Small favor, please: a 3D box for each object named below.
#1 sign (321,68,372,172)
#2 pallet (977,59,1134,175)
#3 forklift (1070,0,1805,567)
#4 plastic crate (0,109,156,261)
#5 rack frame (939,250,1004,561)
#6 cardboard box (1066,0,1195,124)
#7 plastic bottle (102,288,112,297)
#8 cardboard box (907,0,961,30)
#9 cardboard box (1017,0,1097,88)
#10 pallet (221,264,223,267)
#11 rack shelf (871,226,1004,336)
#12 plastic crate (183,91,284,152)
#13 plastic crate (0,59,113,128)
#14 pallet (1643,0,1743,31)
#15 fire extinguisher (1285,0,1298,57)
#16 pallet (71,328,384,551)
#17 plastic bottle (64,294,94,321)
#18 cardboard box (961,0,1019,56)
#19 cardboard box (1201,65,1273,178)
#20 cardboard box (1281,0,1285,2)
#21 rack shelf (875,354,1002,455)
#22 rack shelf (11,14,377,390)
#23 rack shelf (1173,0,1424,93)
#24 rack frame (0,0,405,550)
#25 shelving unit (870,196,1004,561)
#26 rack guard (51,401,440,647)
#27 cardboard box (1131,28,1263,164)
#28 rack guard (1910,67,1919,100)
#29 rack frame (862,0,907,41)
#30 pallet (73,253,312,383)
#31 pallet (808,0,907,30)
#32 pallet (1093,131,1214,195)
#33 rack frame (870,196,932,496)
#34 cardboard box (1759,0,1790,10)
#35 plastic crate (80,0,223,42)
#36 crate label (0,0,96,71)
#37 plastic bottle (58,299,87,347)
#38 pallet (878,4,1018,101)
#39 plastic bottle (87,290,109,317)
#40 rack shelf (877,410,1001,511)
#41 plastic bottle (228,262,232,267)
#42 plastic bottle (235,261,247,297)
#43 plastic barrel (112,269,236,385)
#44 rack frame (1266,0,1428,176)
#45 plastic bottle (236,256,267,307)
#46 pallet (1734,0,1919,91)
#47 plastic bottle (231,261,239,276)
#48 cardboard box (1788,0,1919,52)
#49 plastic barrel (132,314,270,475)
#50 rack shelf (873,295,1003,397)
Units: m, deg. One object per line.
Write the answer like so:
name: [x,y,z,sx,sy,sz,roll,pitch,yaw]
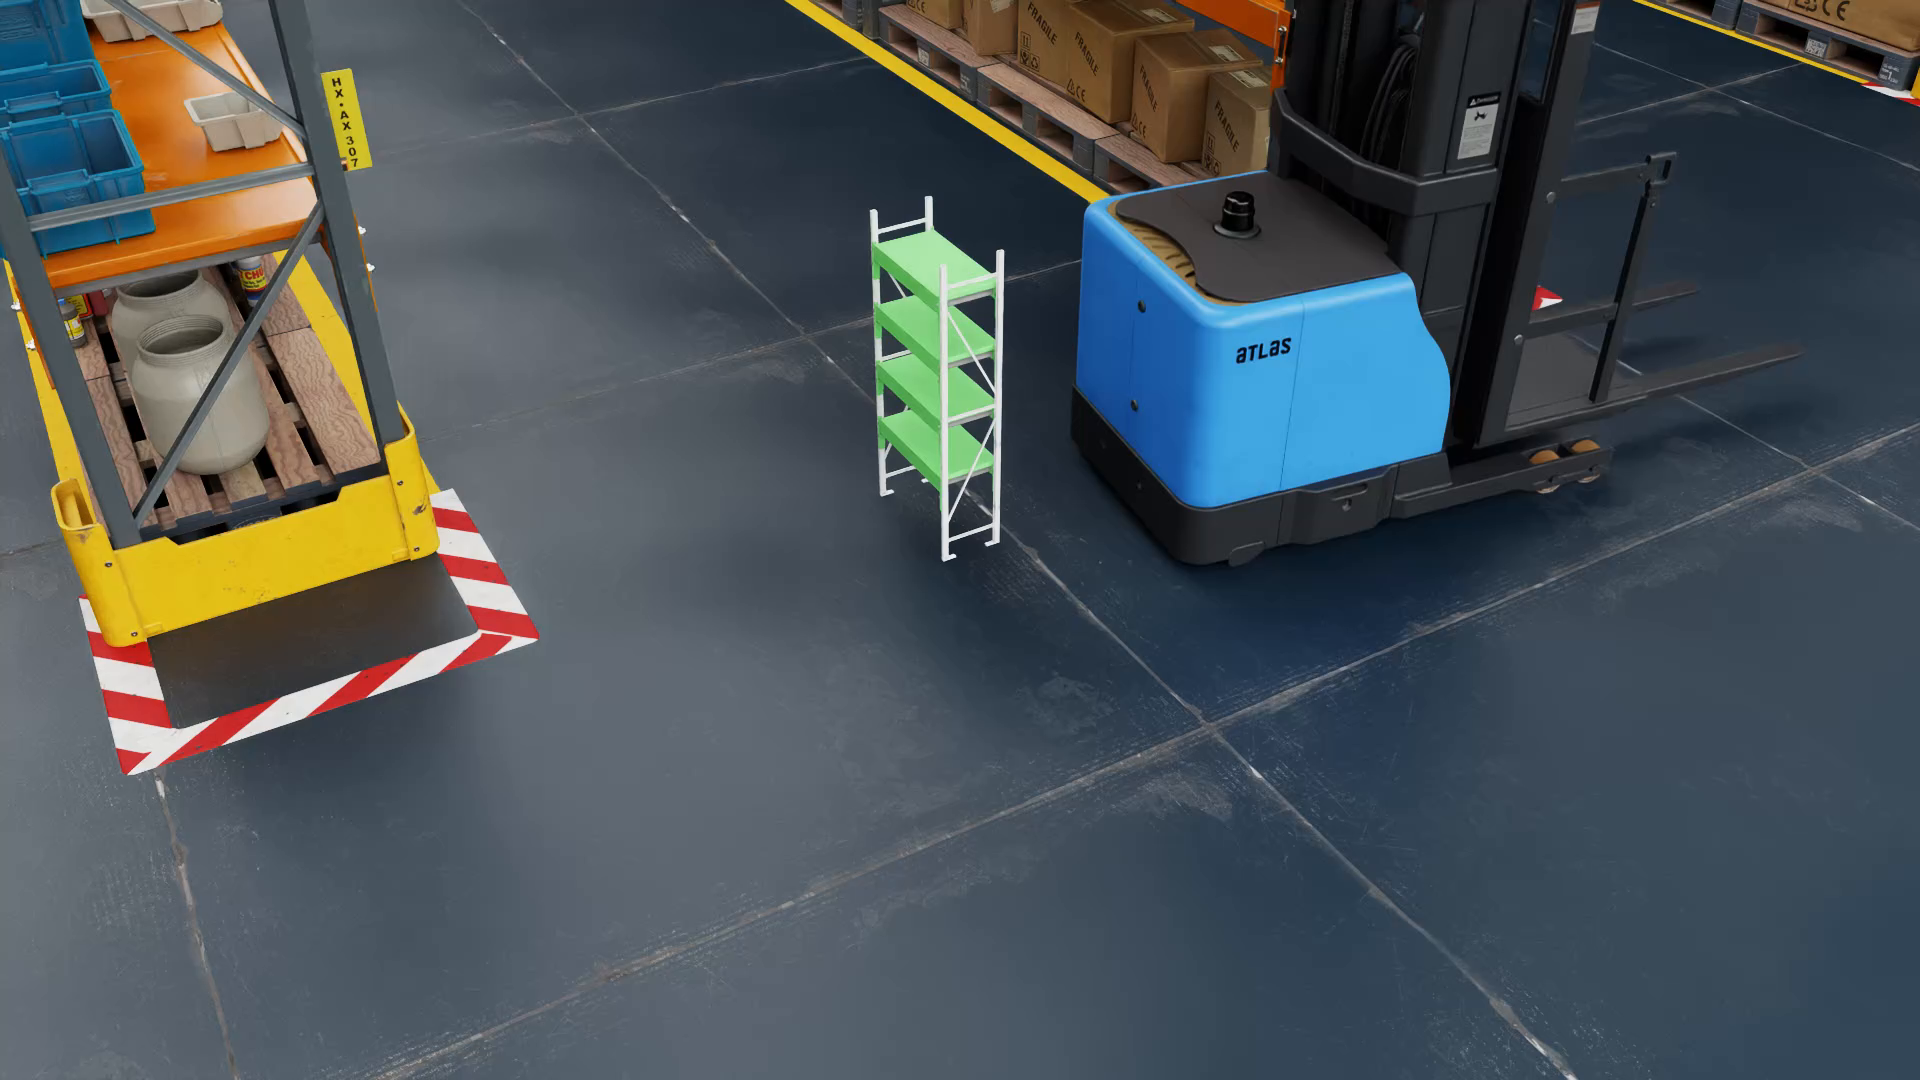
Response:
sign: [-1.957,-1.335,5.300,0.100,0.325,0.005,-19,40,-24]
pallet: [0.823,-2.489,9.479,1.003,0.211,1.213,-19,40,-24]
forklift: [2.012,-1.640,6.011,3.031,2.935,1.130,-14,38,-18]
plastic crate: [-2.945,-1.169,5.434,0.499,0.251,0.616,-19,40,-24]
rack frame: [0.039,-0.445,5.841,0.240,1.200,0.015,-19,40,-24]
cardboard box: [0.920,-2.634,9.076,0.500,0.500,0.500,-15,39,-20]
plastic bottle: [-3.811,-1.171,7.309,0.097,0.201,0.097,0,36,0]
cardboard box: [0.004,-3.515,10.282,0.500,0.500,0.500,-20,41,-25]
cardboard box: [0.678,-2.931,9.484,0.500,0.500,0.500,-23,42,-28]
pallet: [-4.143,-1.622,8.291,1.003,0.211,1.213,-19,40,-24]
rack shelf: [-0.083,-0.905,5.766,0.258,0.148,0.480,-19,40,-24]
plastic crate: [-2.606,-1.508,5.995,0.298,0.136,0.250,-19,40,-24]
plastic crate: [-3.267,-1.502,5.889,0.499,0.251,0.408,-19,40,-24]
pallet: [5.109,-3.829,11.313,1.003,0.211,1.213,-19,40,-24]
fire extinguisher: [1.507,-2.304,6.927,0.296,0.674,0.183,-19,40,-24]
pallet: [-2.917,-0.377,6.588,1.003,0.211,1.213,-19,40,-24]
plastic bottle: [-3.840,-1.084,7.127,0.152,0.276,0.135,-19,40,-24]
cardboard box: [0.299,-3.225,9.885,0.500,0.500,0.500,-7,37,-9]
cardboard box: [1.548,-2.014,8.228,0.500,0.500,0.500,-12,38,-16]
cardboard box: [1.526,-2.513,7.361,0.380,0.149,0.250,-19,40,-24]
rack shelf: [-0.083,-0.517,6.049,0.258,0.148,0.480,-19,40,-24]
rack shelf: [-3.440,-1.792,6.770,1.077,0.370,4.000,-19,40,-24]
rack shelf: [0.843,-3.260,8.780,1.077,0.370,4.000,-19,40,-24]
rack frame: [-2.435,-1.063,5.162,1.000,3.000,0.127,-19,40,-24]
shelving unit: [-0.083,-0.569,6.012,0.258,1.200,0.503,-19,40,-24]
rack guard: [-2.514,-0.078,5.933,1.175,0.500,0.348,-19,40,-24]
cardboard box: [1.218,-2.309,8.631,0.500,0.500,0.500,-9,37,-12]
rack guard: [6.199,-2.927,9.834,1.175,0.500,0.348,-19,40,-24]
rack frame: [-0.162,-4.570,9.964,1.000,3.000,0.127,-19,40,-24]
pallet: [-3.526,-0.999,7.439,1.003,0.211,1.213,-19,40,-24]
pallet: [-0.555,-3.841,11.330,1.003,0.211,1.213,-19,40,-24]
pallet: [1.432,-1.868,8.628,1.003,0.211,1.213,-19,40,-24]
rack frame: [-0.206,-0.693,6.182,0.240,1.200,0.015,-19,40,-24]
cardboard box: [5.345,-4.034,10.676,0.875,0.875,0.875,-20,40,-25]
plastic crate: [-3.410,-2.243,7.002,0.530,0.136,0.437,-19,40,-24]
crate label: [-3.594,-1.935,6.327,0.502,0.435,0.616,-19,40,-24]
plastic bottle: [-3.737,-0.917,6.962,0.097,0.201,0.097,0,36,0]
pallet: [0.206,-3.112,10.332,1.003,0.211,1.213,-19,40,-24]
plastic bottle: [-3.748,-1.119,7.168,0.061,0.283,0.133,-19,40,-24]
rack shelf: [-0.083,-0.324,6.191,0.258,0.148,0.480,-19,40,-24]
plastic bottle: [-3.299,-1.381,7.538,0.097,0.271,0.097,0,36,0]
plastic bottle: [-3.129,-1.180,7.322,0.097,0.201,0.097,0,36,0]
plastic barrel: [-3.084,-0.796,6.550,0.421,0.512,0.421,0,36,0]
rack frame: [1.847,-2.530,7.171,1.000,3.000,0.127,-19,40,-24]
plastic bottle: [-3.076,-1.156,7.229,0.097,0.271,0.097,0,36,0]
pallet: [5.717,-3.207,10.462,1.003,0.211,1.213,-19,40,-24]
plastic bottle: [-3.249,-1.330,7.468,0.097,0.271,0.097,0,36,0]
cardboard box: [5.789,-3.586,10.063,0.875,0.875,0.875,-19,40,-24]
plastic barrel: [-2.832,-0.541,6.200,0.421,0.512,0.421,0,36,0]
rack shelf: [-0.083,-0.711,5.908,0.258,0.148,0.480,-19,40,-24]
